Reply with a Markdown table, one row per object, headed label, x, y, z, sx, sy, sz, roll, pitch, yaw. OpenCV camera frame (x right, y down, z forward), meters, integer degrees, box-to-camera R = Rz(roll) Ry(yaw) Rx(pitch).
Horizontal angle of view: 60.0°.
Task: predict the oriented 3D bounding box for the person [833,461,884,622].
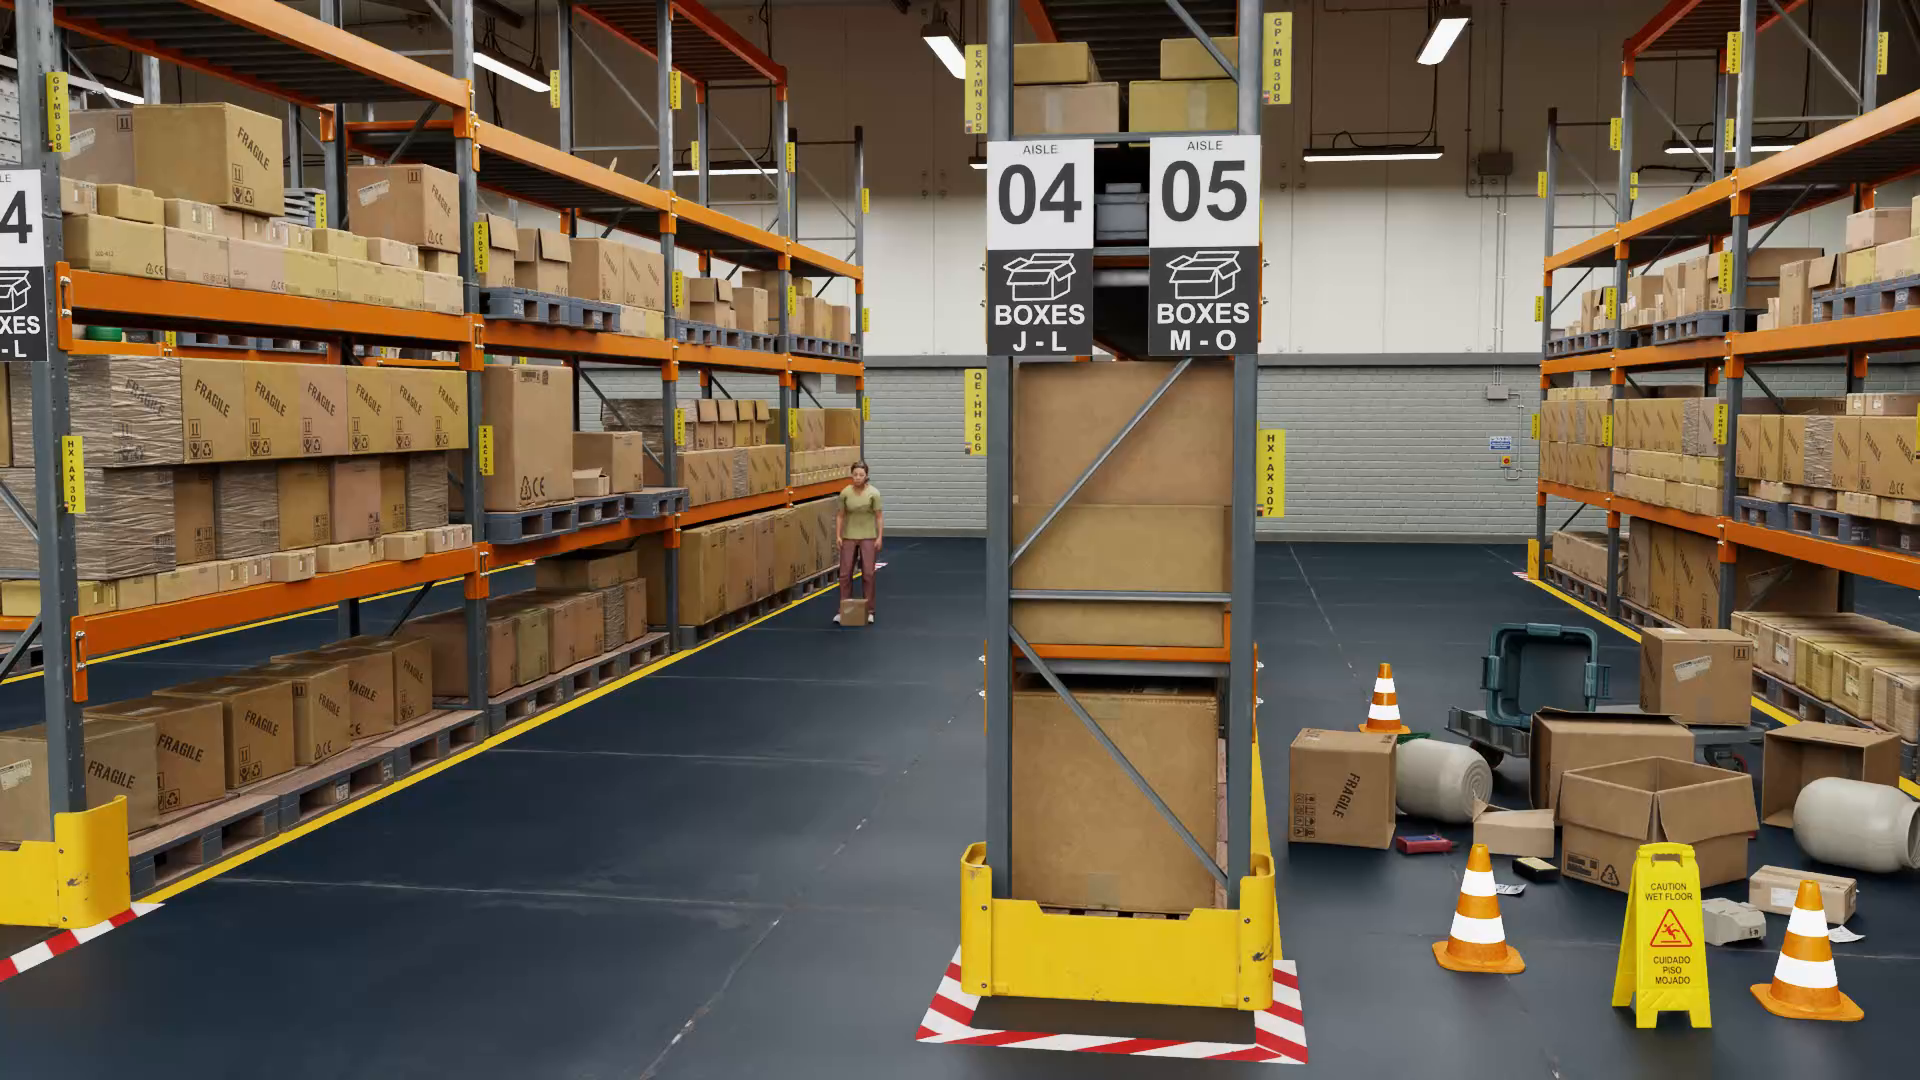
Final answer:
| label | x | y | z | sx | sy | sz | roll | pitch | yaw |
| --- | --- | --- | --- | --- | --- | --- | --- | --- | --- |
| person | -1.047 | 0.013 | 17.202 | 0.504 | 1.671 | 0.360 | 0 | 5 | 6 |
